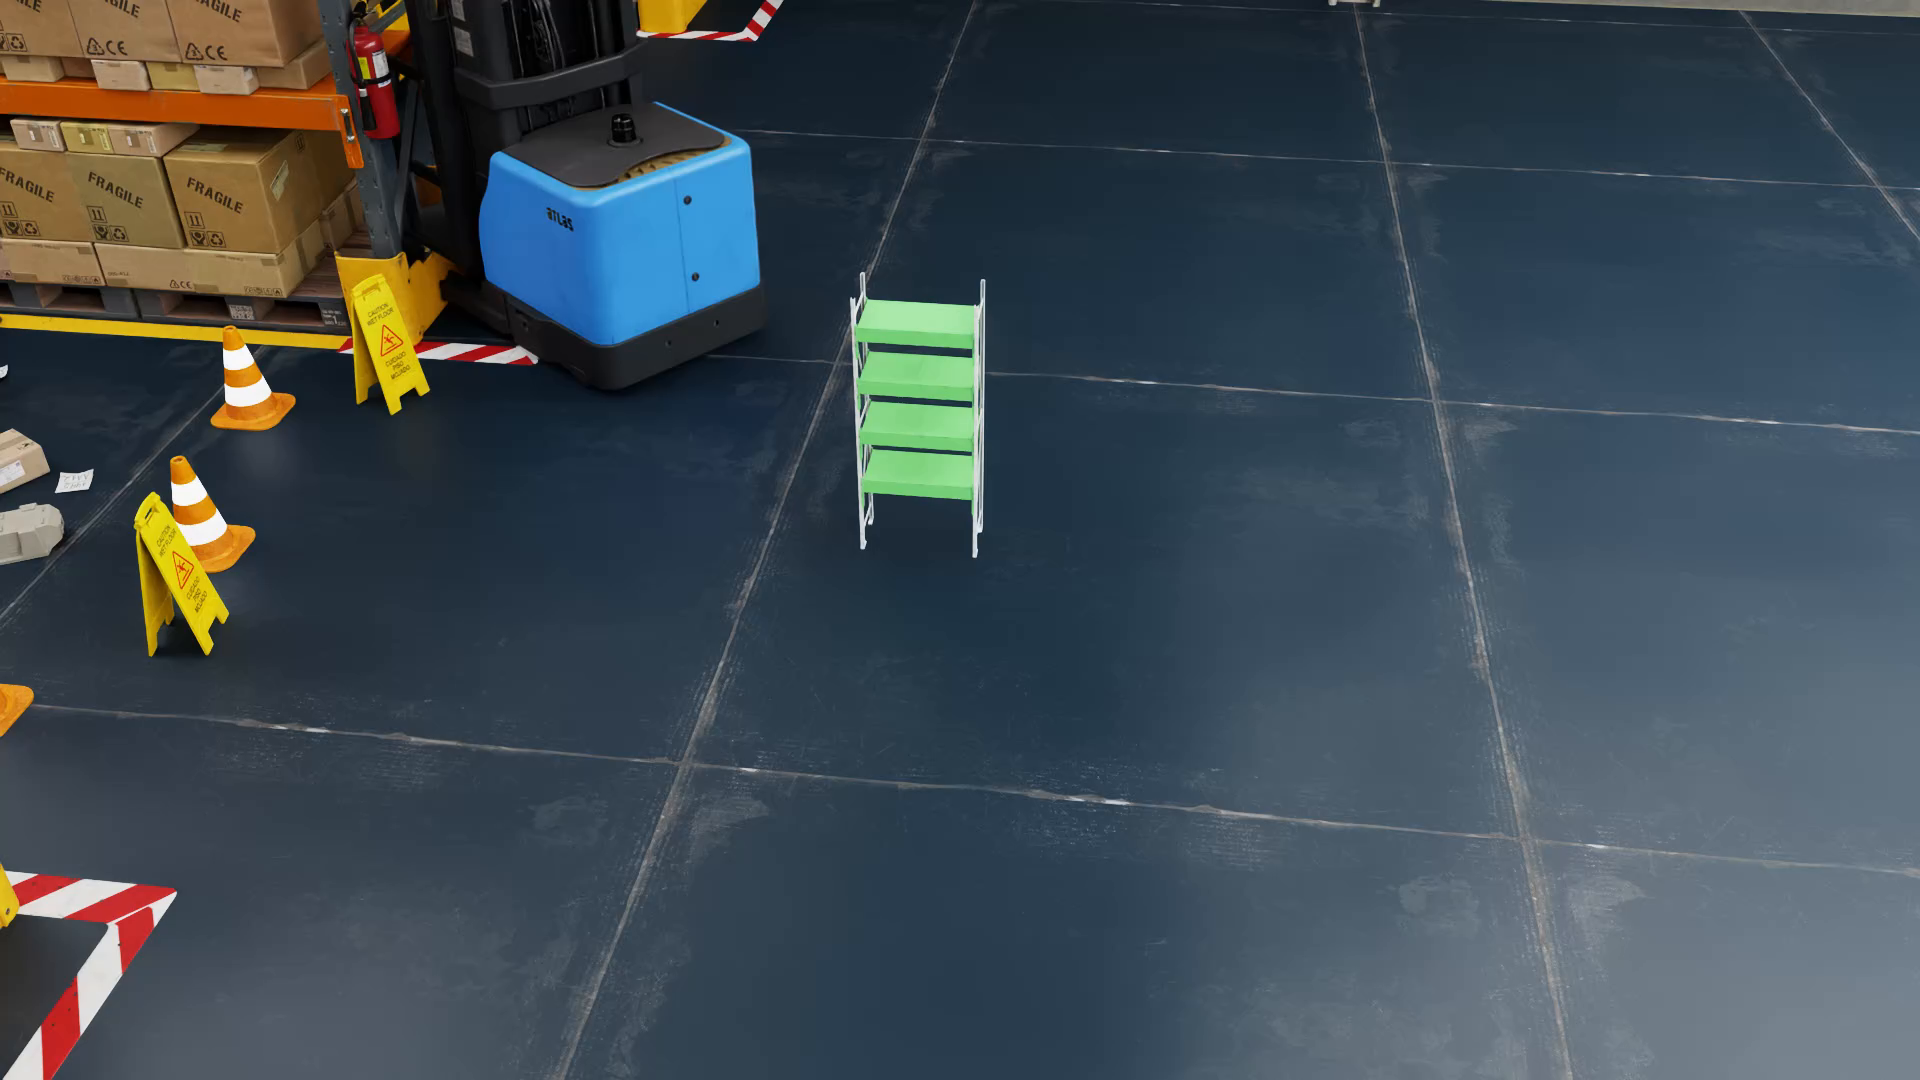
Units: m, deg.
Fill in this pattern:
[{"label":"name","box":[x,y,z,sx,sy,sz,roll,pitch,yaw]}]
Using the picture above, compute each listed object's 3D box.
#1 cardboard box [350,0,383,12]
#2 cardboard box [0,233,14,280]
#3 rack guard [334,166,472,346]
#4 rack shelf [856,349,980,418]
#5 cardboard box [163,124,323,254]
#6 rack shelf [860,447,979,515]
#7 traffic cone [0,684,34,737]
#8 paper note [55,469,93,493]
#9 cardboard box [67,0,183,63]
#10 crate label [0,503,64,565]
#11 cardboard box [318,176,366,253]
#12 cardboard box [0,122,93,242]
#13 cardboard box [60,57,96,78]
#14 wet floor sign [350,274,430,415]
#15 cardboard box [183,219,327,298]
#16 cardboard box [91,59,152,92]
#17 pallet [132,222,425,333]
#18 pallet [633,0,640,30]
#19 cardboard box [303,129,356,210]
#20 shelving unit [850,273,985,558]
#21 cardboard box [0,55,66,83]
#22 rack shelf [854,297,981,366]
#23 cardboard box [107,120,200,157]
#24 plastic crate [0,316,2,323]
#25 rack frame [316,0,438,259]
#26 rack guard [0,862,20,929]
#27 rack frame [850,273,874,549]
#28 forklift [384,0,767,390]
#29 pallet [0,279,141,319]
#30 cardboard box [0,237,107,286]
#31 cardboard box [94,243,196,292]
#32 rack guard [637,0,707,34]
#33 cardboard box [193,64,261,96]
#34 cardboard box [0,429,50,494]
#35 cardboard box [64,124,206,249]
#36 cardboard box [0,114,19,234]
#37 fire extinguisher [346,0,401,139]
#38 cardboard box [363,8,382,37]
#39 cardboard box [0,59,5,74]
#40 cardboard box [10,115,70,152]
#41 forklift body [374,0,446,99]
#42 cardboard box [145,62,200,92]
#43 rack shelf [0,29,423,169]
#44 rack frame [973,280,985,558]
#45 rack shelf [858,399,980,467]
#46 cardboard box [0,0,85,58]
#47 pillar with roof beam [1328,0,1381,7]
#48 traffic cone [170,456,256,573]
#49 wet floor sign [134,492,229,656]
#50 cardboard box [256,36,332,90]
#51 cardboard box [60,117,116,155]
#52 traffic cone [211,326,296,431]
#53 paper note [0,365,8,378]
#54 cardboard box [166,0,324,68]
[{"label":"cardboard box","box":[-3.294,-2.915,8.409,0.500,0.500,0.500,4,36,5]},{"label":"cardboard box","box":[-5.218,-1.636,8.965,0.500,0.250,0.500,4,36,5]},{"label":"rack guard","box":[-2.935,-1.546,8.986,0.348,0.500,1.175,4,36,6]},{"label":"rack shelf","box":[-0.164,-0.644,6.816,0.480,0.148,0.258,4,36,6]},{"label":"cardboard box","box":[-3.687,-1.824,8.583,0.500,0.500,0.500,4,36,6]},{"label":"rack shelf","box":[-0.164,-0.253,7.095,0.480,0.148,0.258,4,36,6]},{"label":"traffic cone","box":[-3.735,0.477,6.184,0.334,0.463,0.336,4,36,6]},{"label":"paper note","box":[-4.050,-0.272,7.605,0.142,0.019,0.148,-7,36,-10]},{"label":"cardboard box","box":[-3.929,-2.641,8.026,0.500,0.500,0.500,4,36,6]},{"label":"crate label","box":[-4.042,-0.039,7.187,0.298,0.136,0.250,-14,38,-18]},{"label":"cardboard box","box":[-3.624,-1.829,9.236,0.500,0.250,0.500,4,36,6]},{"label":"cardboard box","box":[-4.705,-1.902,8.693,0.500,0.500,0.500,3,36,5]},{"label":"cardboard box","box":[-4.270,-2.448,8.314,0.250,0.149,0.380,5,36,7]},{"label":"wet floor sign","box":[-2.807,-0.969,8.052,0.232,0.644,0.267,17,39,22]},{"label":"cardboard box","box":[-3.719,-1.516,8.798,0.500,0.250,0.500,4,36,6]},{"label":"cardboard box","box":[-4.034,-2.348,8.174,0.250,0.149,0.380,5,36,7]},{"label":"pallet","box":[-3.736,-1.509,9.183,1.213,0.211,1.003,4,36,6]},{"label":"pallet","box":[-2.995,-4.316,13.115,1.213,0.211,1.003,4,36,6]},{"label":"cardboard box","box":[-3.648,-2.135,9.020,0.500,0.500,0.500,3,36,4]},{"label":"shelving unit","box":[-0.164,-0.501,6.919,0.503,1.200,0.258,4,36,6]},{"label":"cardboard box","box":[-4.535,-2.414,8.267,0.250,0.149,0.380,4,36,5]},{"label":"rack shelf","box":[-0.164,-0.839,6.677,0.480,0.148,0.258,4,36,6]},{"label":"cardboard box","box":[-4.060,-2.076,8.379,0.250,0.149,0.380,5,36,7]},{"label":"plastic crate","box":[-5.374,-1.077,8.690,0.583,0.080,0.402,-7,36,-10]},{"label":"rack frame","box":[-2.859,-2.558,8.252,0.127,3.000,1.000,4,36,6]},{"label":"rack guard","box":[-3.366,1.321,4.969,0.348,0.500,1.175,4,36,6]},{"label":"rack frame","box":[-0.406,-0.519,6.944,0.015,1.200,0.240,4,36,6]},{"label":"forklift","box":[-2.407,-2.683,8.487,1.130,2.935,3.031,-30,45,-35]},{"label":"pallet","box":[-4.942,-1.601,9.311,1.213,0.211,1.003,4,36,6]},{"label":"cardboard box","box":[-4.728,-1.593,8.905,0.500,0.250,0.500,3,36,4]},{"label":"cardboard box","box":[-4.208,-1.557,8.855,0.500,0.250,0.500,4,36,6]},{"label":"rack guard","box":[-2.207,-4.399,12.983,0.348,0.500,1.175,4,36,6]},{"label":"cardboard box","box":[-3.523,-2.315,8.128,0.250,0.149,0.380,4,36,5]},{"label":"cardboard box","box":[-4.416,-0.331,7.585,0.250,0.149,0.380,24,42,30]},{"label":"cardboard box","box":[-4.205,-1.861,8.635,0.500,0.500,0.500,6,36,8]},{"label":"cardboard box","box":[-5.229,-1.939,8.745,0.500,0.500,0.500,6,36,8]},{"label":"fire extinguisher","box":[-2.804,-2.252,7.890,0.183,0.674,0.296,4,36,6]},{"label":"cardboard box","box":[-3.170,-2.600,8.527,0.250,0.149,0.380,4,36,6]},{"label":"cardboard box","box":[-4.771,-2.484,8.365,0.250,0.149,0.380,4,36,6]},{"label":"cardboard box","box":[-4.570,-2.117,8.436,0.250,0.149,0.380,6,36,8]},{"label":"forklift body","box":[-4.344,-4.162,11.230,1.214,2.155,2.313,4,36,6]},{"label":"cardboard box","box":[-3.774,-2.346,8.171,0.250,0.149,0.380,4,36,5]},{"label":"rack shelf","box":[-4.843,-2.413,8.668,4.000,0.370,1.077,4,36,6]},{"label":"rack frame","box":[0.078,-0.483,6.893,0.015,1.200,0.240,4,36,6]},{"label":"rack shelf","box":[-0.164,-0.449,6.956,0.480,0.148,0.258,4,36,6]},{"label":"cardboard box","box":[-4.424,-2.680,8.081,0.500,0.500,0.500,4,36,6]},{"label":"pillar with roof beam","box":[2.596,-5.506,7.219,0.400,9.000,9.100,4,36,6]},{"label":"traffic cone","box":[-3.254,-0.149,7.061,0.334,0.463,0.336,4,36,6]},{"label":"wet floor sign","box":[-3.109,0.121,6.525,0.232,0.644,0.267,-2,36,-2]},{"label":"cardboard box","box":[-3.257,-2.360,8.191,0.250,0.149,0.380,5,36,8]},{"label":"cardboard box","box":[-4.309,-2.097,8.407,0.250,0.149,0.380,5,36,7]},{"label":"traffic cone","box":[-3.450,-0.814,7.992,0.334,0.463,0.336,4,36,6]},{"label":"paper note","box":[-4.899,-0.837,8.396,0.148,0.019,0.142,-7,36,-10]},{"label":"cardboard box","box":[-3.433,-2.601,7.970,0.500,0.500,0.500,4,36,5]}]
